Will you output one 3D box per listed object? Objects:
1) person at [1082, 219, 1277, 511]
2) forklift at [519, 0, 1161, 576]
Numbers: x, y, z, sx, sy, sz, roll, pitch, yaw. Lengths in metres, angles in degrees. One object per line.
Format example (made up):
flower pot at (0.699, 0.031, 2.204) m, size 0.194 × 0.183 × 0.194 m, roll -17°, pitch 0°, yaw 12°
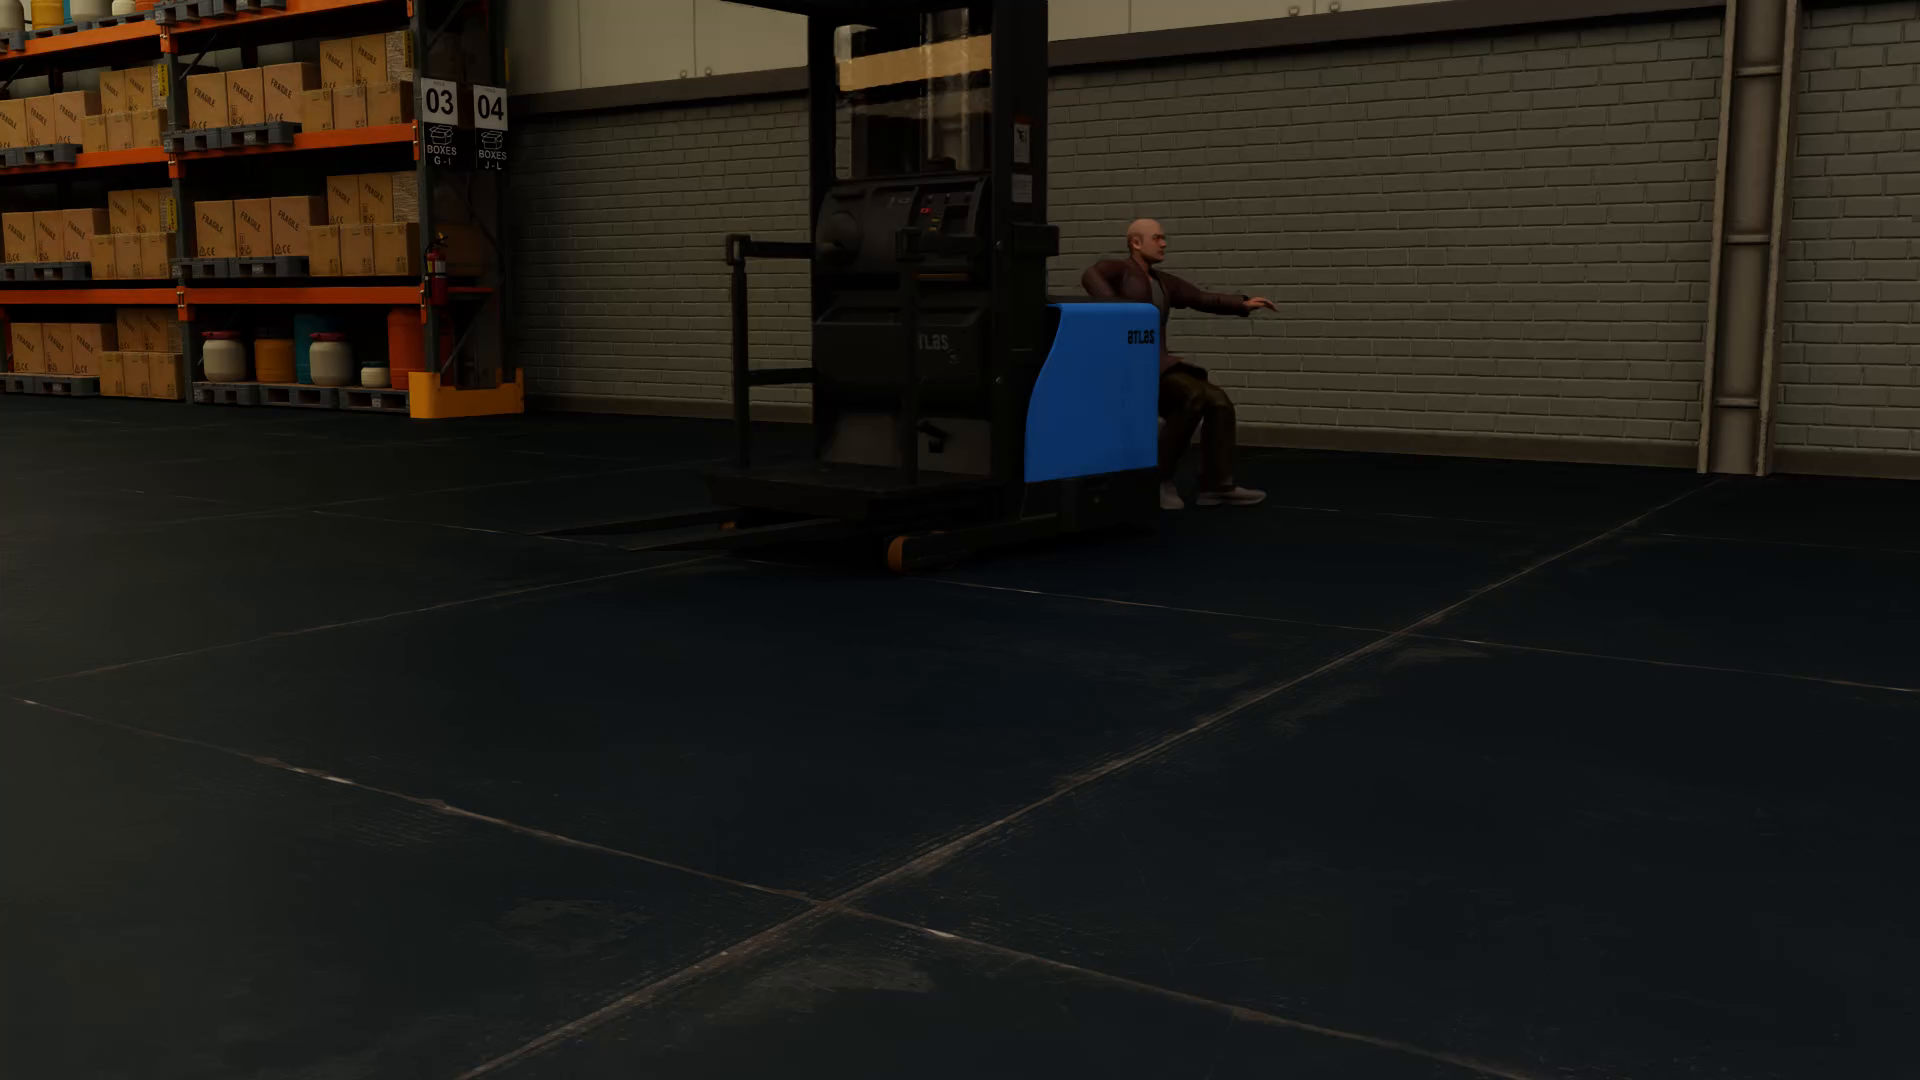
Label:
person at (1.150, -0.930, 8.757) m, size 0.872 × 1.522 × 1.118 m, roll 5°, pitch 10°, yaw 34°
forklift at (-0.399, -1.386, 6.939) m, size 1.130 × 2.935 × 3.031 m, roll 7°, pitch 11°, yaw 41°
